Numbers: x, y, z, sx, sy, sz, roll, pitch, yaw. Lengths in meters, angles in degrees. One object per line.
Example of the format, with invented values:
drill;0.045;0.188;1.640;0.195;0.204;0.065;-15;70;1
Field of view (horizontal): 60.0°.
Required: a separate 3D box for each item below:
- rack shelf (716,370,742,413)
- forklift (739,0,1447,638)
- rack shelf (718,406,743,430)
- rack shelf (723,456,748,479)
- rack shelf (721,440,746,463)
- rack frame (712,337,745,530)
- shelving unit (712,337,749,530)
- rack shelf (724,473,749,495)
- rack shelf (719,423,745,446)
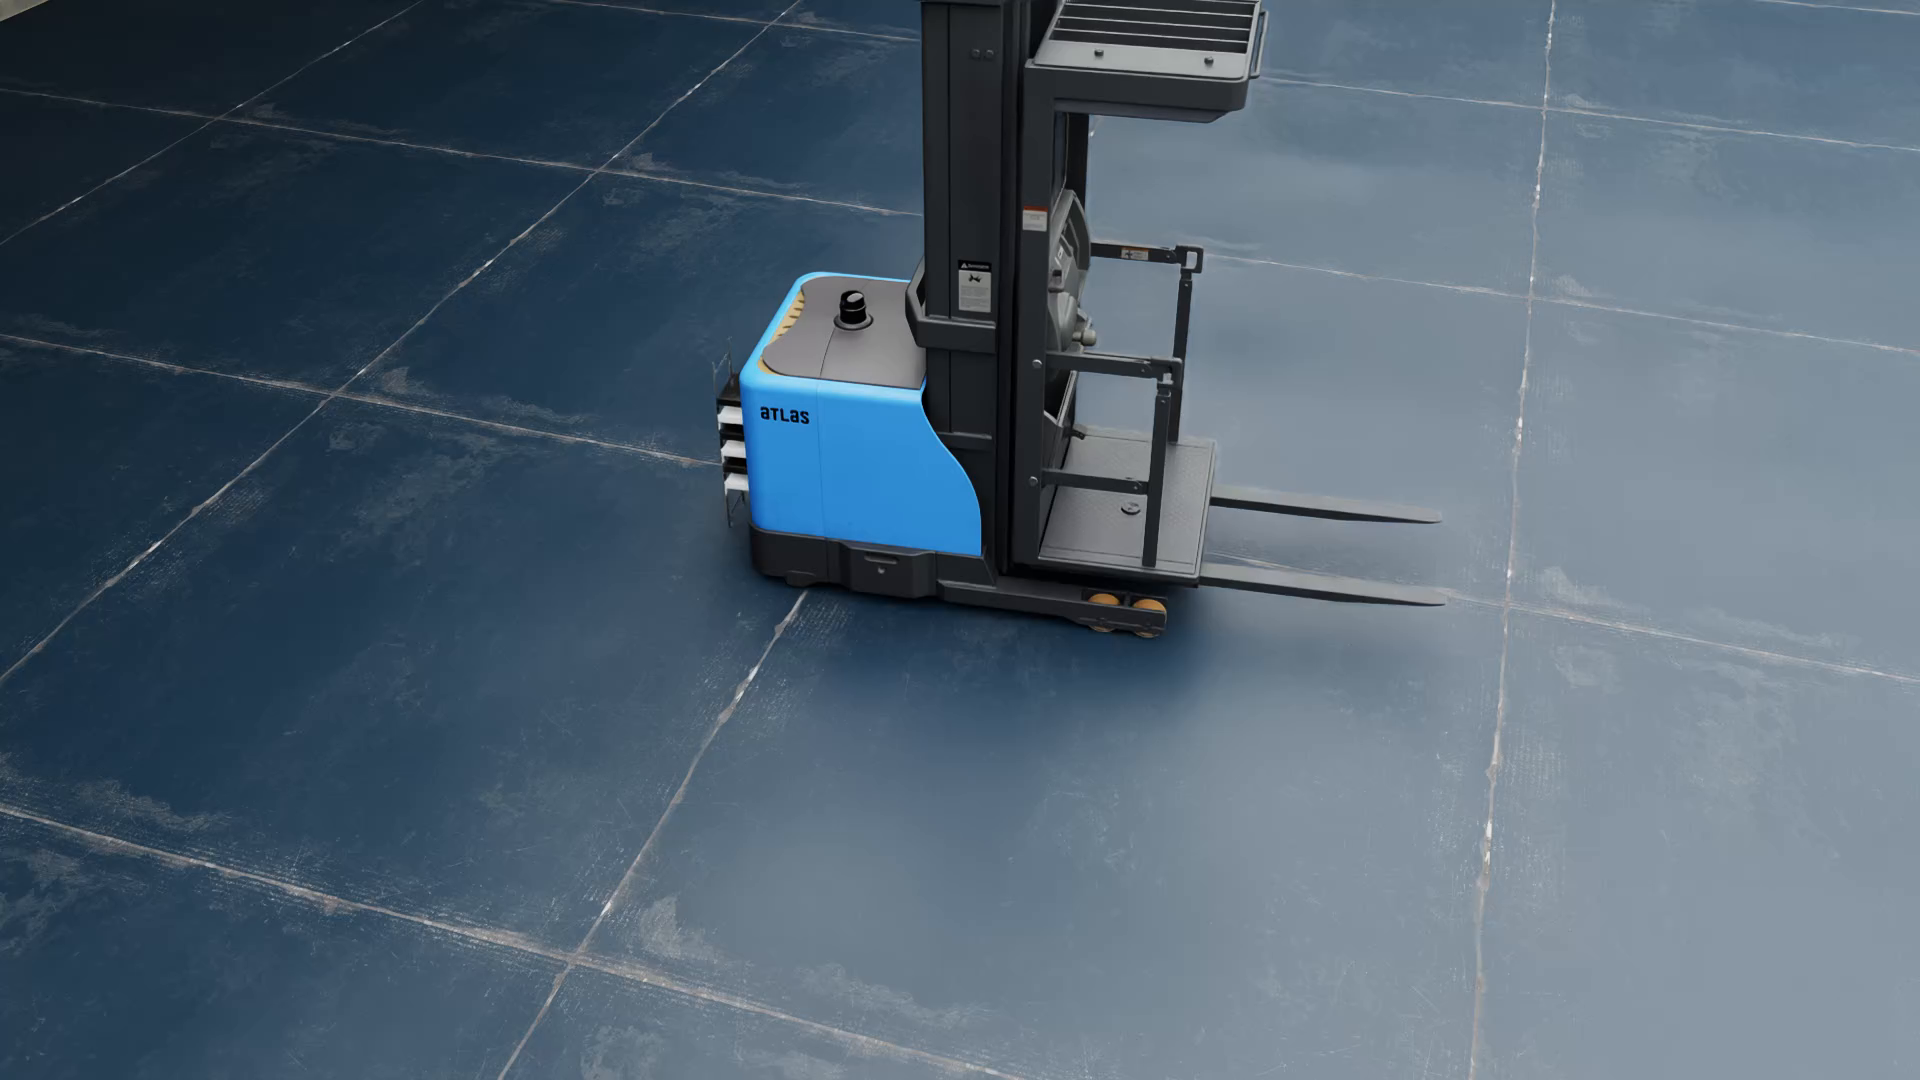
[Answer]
rack shelf;-0.962;-0.660;7.489;0.200;0.077;0.258;7;37;9
forklift;0.634;-1.104;6.777;3.031;2.935;1.130;7;37;9
rack shelf;-0.962;-0.588;7.542;0.200;0.077;0.258;7;37;9
rack shelf;-0.962;-0.370;7.702;0.200;0.077;0.258;7;37;9
rack shelf;-0.962;-0.443;7.649;0.200;0.077;0.258;7;37;9
rack frame;-1.061;-0.482;7.645;0.006;0.900;0.240;7;37;9
shelving unit;-0.962;-0.470;7.629;0.210;0.900;0.258;7;37;9
rack shelf;-0.962;-0.298;7.755;0.200;0.077;0.258;7;37;9
rack shelf;-0.962;-0.515;7.595;0.200;0.077;0.258;7;37;9
